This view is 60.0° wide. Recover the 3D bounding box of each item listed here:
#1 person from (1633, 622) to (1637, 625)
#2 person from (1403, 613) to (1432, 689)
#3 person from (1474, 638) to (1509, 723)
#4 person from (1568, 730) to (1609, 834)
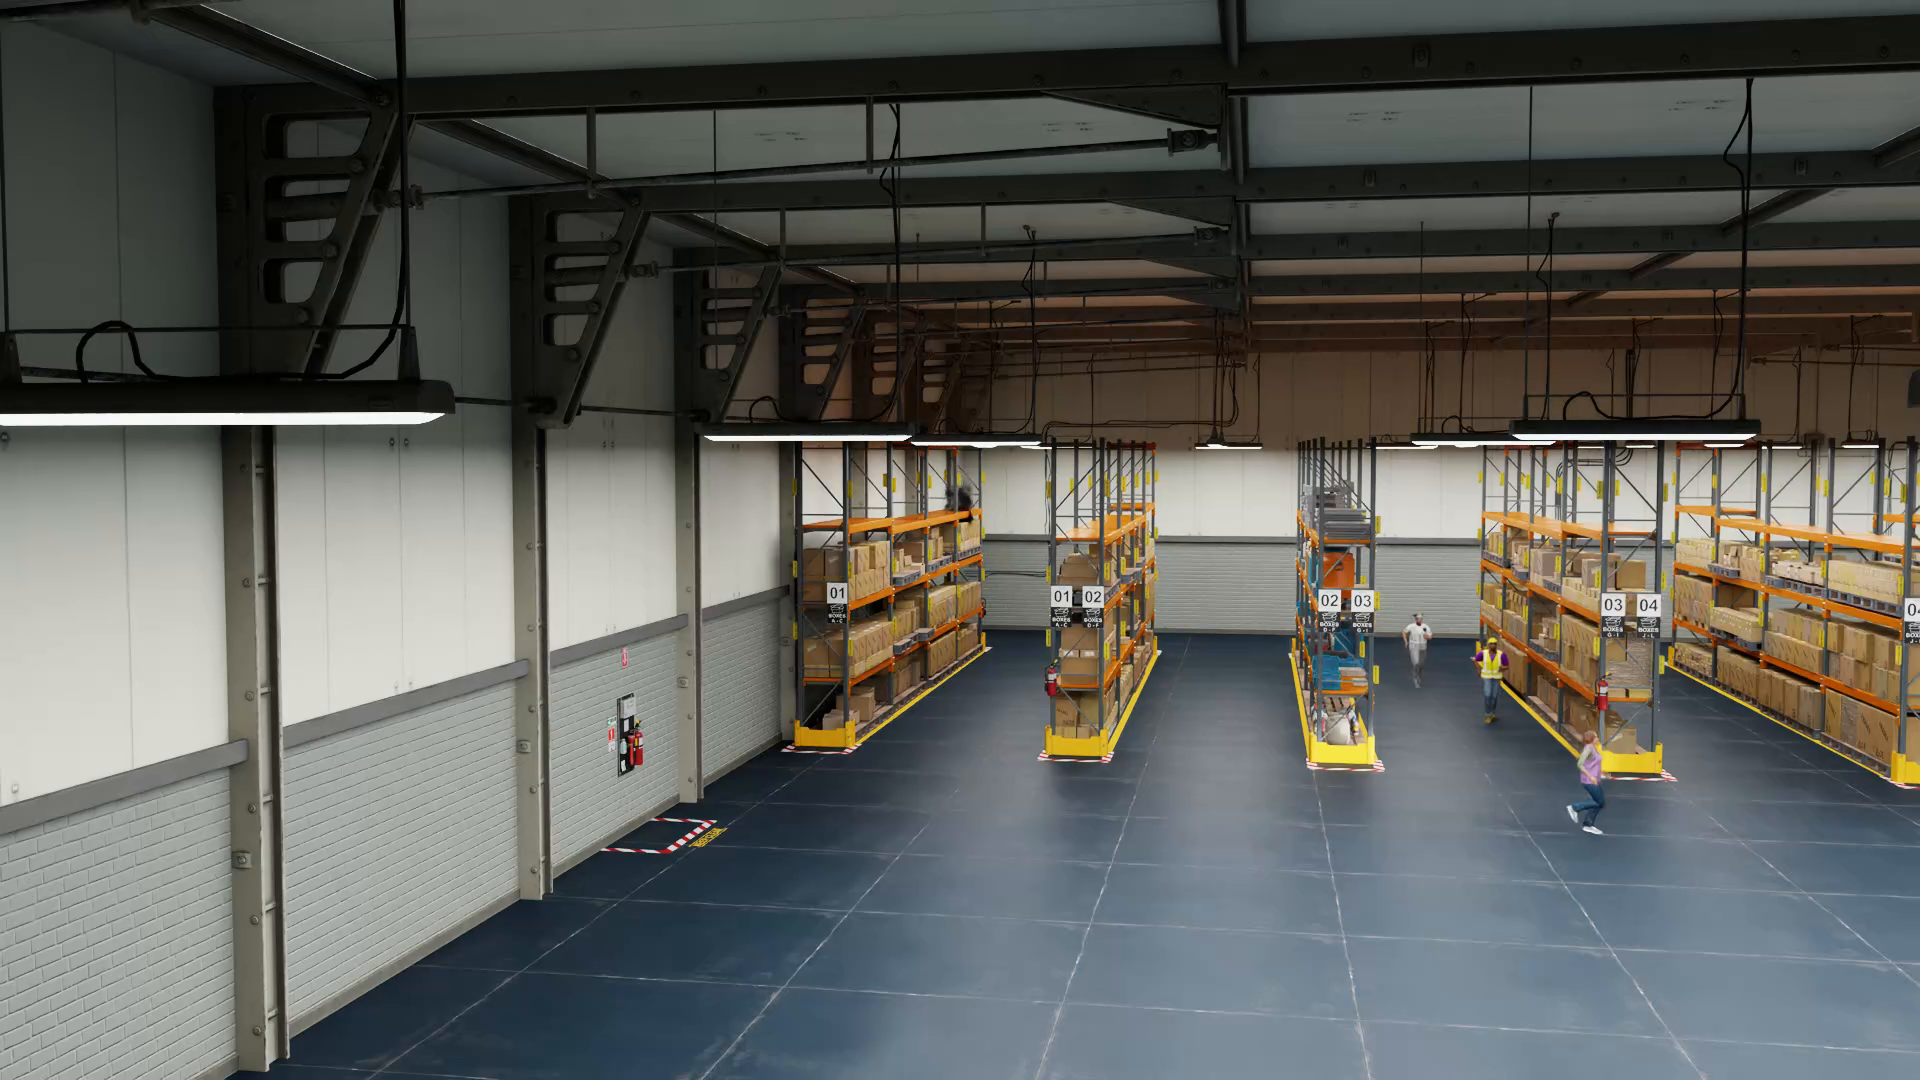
[{"bbox_3d":[18.613,2.439,45.662,0.671,1.786,0.716,0,3,-9],"label":"person"},{"bbox_3d":[11.193,2.683,40.619,0.640,1.839,0.819,0,3,-3],"label":"person"},{"bbox_3d":[11.305,2.982,35.343,0.685,1.830,0.692,1,3,11],"label":"person"},{"bbox_3d":[9.452,3.630,25.013,0.549,1.560,0.537,2,4,31],"label":"person"}]
